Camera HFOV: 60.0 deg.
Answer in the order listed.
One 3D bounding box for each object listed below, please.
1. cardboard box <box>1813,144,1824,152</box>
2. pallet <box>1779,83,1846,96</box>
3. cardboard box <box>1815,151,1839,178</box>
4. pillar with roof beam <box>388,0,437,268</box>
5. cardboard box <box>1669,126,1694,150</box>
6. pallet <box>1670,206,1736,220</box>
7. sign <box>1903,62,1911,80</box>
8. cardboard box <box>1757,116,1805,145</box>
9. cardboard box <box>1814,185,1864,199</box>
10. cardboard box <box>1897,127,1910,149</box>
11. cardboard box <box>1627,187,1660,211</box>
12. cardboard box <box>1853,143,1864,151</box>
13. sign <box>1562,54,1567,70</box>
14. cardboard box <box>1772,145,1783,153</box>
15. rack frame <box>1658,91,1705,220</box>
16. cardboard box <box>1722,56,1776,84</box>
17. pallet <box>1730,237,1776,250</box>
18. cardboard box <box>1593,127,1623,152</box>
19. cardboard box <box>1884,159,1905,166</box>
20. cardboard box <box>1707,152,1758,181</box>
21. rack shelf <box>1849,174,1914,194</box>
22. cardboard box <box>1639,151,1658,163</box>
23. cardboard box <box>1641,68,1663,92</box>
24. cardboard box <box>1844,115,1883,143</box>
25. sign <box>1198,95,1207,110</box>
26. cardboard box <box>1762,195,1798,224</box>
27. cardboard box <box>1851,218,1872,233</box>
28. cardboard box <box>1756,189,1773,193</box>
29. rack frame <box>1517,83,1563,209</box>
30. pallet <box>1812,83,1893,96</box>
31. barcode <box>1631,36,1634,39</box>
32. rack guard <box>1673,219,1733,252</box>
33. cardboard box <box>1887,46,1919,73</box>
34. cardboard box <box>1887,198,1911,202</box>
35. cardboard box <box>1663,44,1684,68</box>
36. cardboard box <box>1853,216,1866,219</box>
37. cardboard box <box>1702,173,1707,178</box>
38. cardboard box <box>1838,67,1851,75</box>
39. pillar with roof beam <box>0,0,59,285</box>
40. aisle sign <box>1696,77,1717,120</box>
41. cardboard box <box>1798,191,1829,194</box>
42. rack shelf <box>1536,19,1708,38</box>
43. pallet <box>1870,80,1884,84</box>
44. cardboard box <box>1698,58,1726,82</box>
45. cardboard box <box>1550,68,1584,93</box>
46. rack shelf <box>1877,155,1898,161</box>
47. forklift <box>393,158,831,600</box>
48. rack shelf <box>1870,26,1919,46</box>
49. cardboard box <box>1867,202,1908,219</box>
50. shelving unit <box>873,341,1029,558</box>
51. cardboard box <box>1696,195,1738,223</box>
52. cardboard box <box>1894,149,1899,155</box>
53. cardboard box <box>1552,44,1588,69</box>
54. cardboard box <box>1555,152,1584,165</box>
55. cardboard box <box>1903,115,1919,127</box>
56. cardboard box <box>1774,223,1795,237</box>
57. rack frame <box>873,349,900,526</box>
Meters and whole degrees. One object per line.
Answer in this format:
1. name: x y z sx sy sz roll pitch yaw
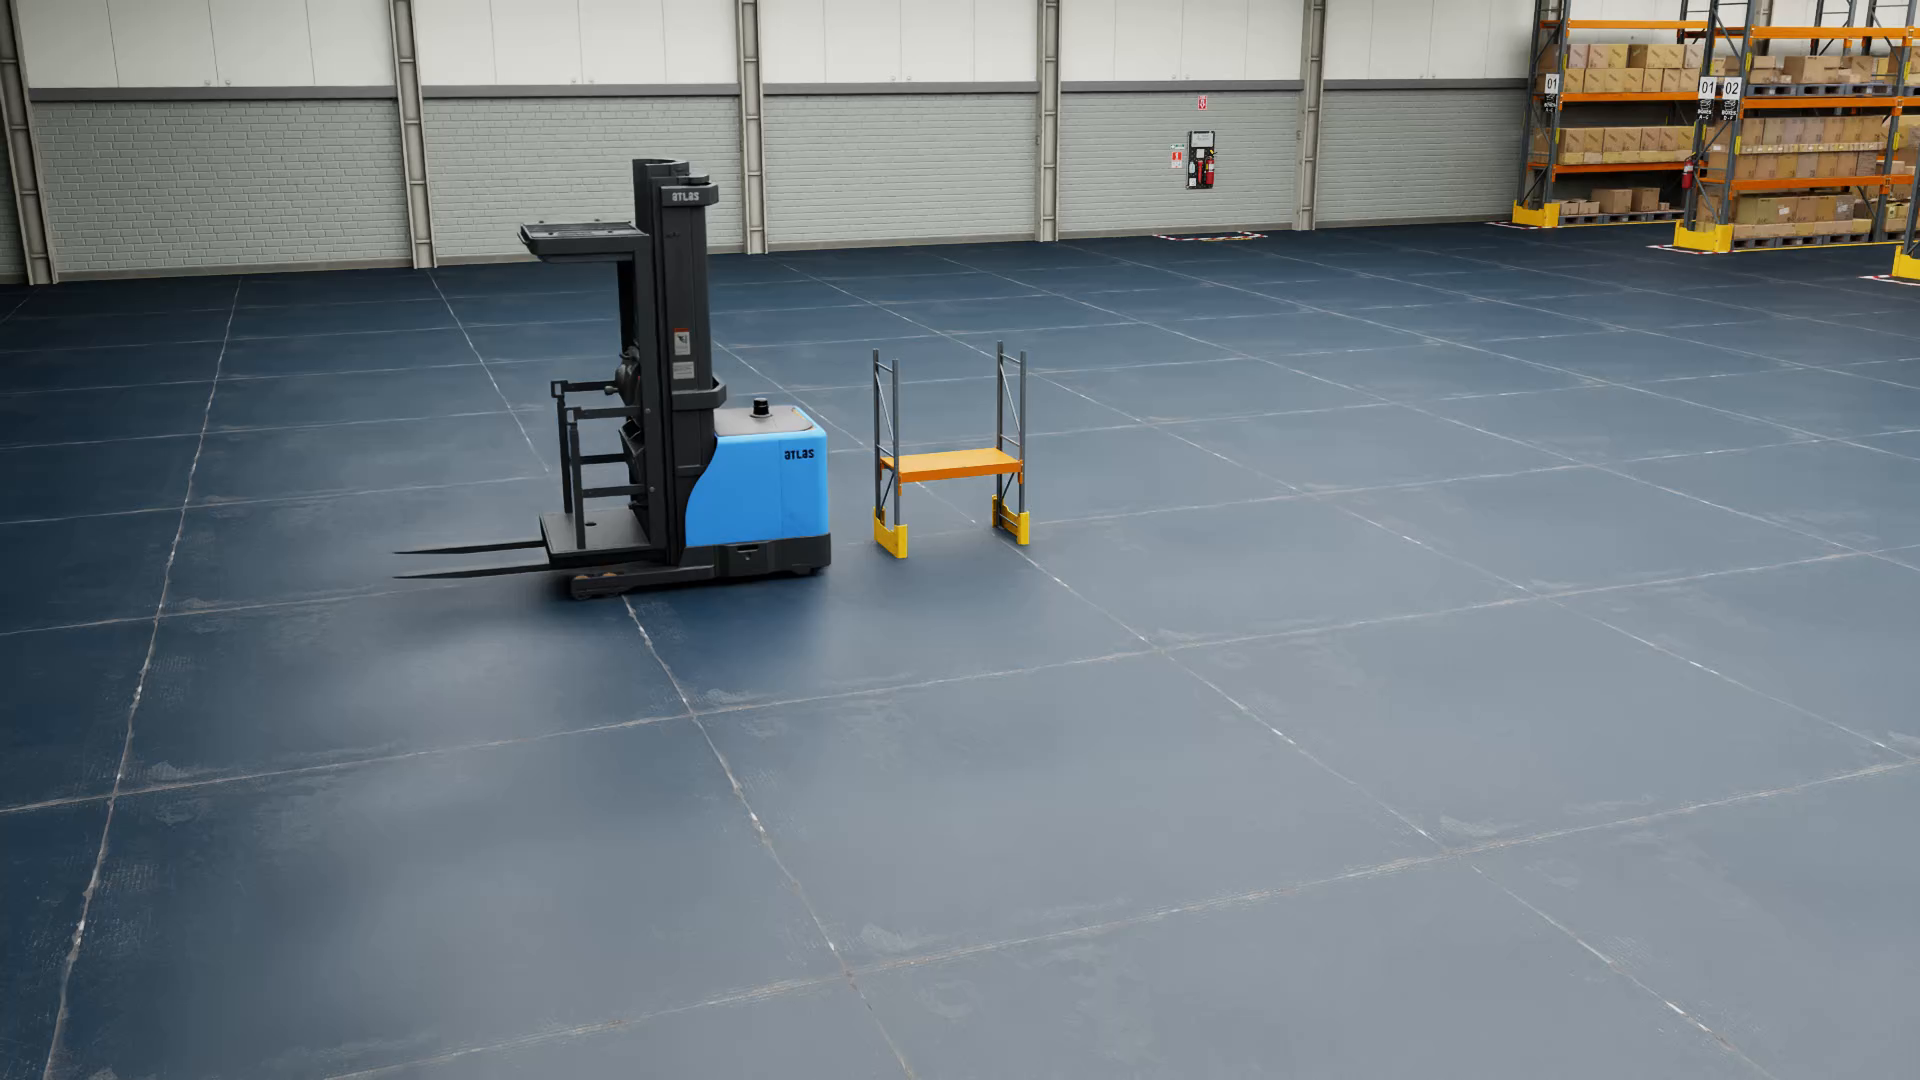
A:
1. cardboard box: 16.501 -7.612 32.239 0.250 0.149 0.380 -6 17 -18
2. pallet: 16.186 -8.674 32.017 1.213 0.211 1.003 -6 17 -20
3. cardboard box: 16.739 -7.389 32.631 0.500 0.500 0.700 -6 17 -19
4. pillar with roof beam: -7.927 -8.016 24.295 0.400 9.000 9.100 -6 17 -20
5. cardboard box: 16.004 -8.963 37.069 0.500 0.500 0.500 -6 17 -20
6. pallet: 17.061 -7.536 38.257 1.213 0.211 1.003 -6 17 -20
7. sign: 18.311 -9.071 32.155 0.005 0.325 0.100 -6 17 -20
8. cardboard box: 15.825 -7.914 32.114 0.500 0.500 0.700 -6 17 -20
9. cardboard box: 20.804 -8.408 39.347 0.750 0.750 0.750 -6 18 -21
10. cardboard box: 22.055 -9.535 39.374 0.500 0.500 0.500 -6 17 -19
11. cardboard box: 15.380 -7.692 37.493 0.500 0.500 0.500 -8 18 -24
12. cardboard box: 17.458 -7.716 32.592 0.250 0.149 0.380 -7 18 -22
13. sign: 12.794 -10.108 35.190 0.005 0.325 0.100 -6 17 -20
14. cardboard box: 15.535 -7.508 31.884 0.250 0.149 0.380 -6 18 -21
15. rack frame: 16.335 -8.795 37.595 0.127 3.000 1.000 -6 17 -20
16. cardboard box: 14.914 -8.903 31.463 0.637 0.503 0.797 -5 17 -16
17. pallet: 15.075 -5.839 32.478 1.213 0.211 1.003 -6 17 -20
18. cardboard box: 14.103 -8.756 36.362 0.500 0.500 0.500 -7 18 -22
19. cardboard box: 18.866 -7.564 33.644 0.258 0.266 0.396 -7 18 -21
20. cardboard box: 14.816 -7.180 31.920 0.500 0.500 0.700 -6 17 -20
21. rack shelf: 19.979 -7.348 33.946 4.000 0.370 1.077 -6 17 -20
22. cardboard box: 15.069 -8.502 36.829 0.500 0.250 0.500 -6 17 -20
23. cardboard box: 14.971 -10.062 36.375 0.500 0.500 0.500 -7 18 -22
24. cardboard box: 17.699 -8.116 32.804 0.500 0.500 0.700 -6 17 -20
25. sign: 4.977 -8.983 34.123 0.199 0.298 0.001 -6 17 -20
26. cardboard box: 15.885 -6.431 32.349 0.500 0.500 0.500 -6 17 -20
27. cardboard box: 17.756 -6.270 33.132 0.500 0.250 0.500 -6 17 -20
28. cardboard box: 18.440 -8.045 38.696 0.500 0.500 0.700 -6 17 -20
29. rack frame: 12.600 -8.392 36.222 0.127 3.000 1.000 -6 17 -20
30. pallet: 17.324 -8.796 32.432 1.213 0.211 1.003 -6 17 -20
31. barcode: 14.883 -11.119 36.813 0.075 0.075 0.001 -6 17 -20
32. rack guard: 14.353 -5.887 32.129 0.348 0.500 1.175 -6 17 -20
33. cardboard box: 18.701 -9.472 32.768 0.500 0.500 0.500 -6 17 -19
34. cardboard box: 19.337 -6.863 34.157 0.500 0.311 0.500 -6 17 -20
35. cardboard box: 15.453 -10.591 36.401 0.500 0.500 0.500 -5 17 -17
36. cardboard box: 18.394 -6.492 33.889 0.500 0.250 0.500 -6 18 -21
37. cardboard box: 17.426 -8.290 38.202 0.500 0.250 0.500 -7 18 -21
38. cardboard box: 17.042 -9.121 32.547 0.500 0.311 0.500 -7 18 -23
39. pillar with roof beam: -13.529 -7.411 22.235 0.400 9.000 9.100 -6 17 -20
40. aisle sign: 14.209 -8.407 31.659 0.004 0.787 0.394 -6 17 -20
41. cardboard box: 17.102 -6.717 33.324 0.500 0.500 0.500 -6 17 -20
42. rack shelf: 14.467 -11.125 36.165 4.000 0.370 1.077 -6 17 -20
43. pallet: 21.696 -10.739 39.228 1.213 0.211 1.003 -5 17 -18
44. cardboard box: 16.874 -10.518 37.216 0.500 0.500 0.500 -4 17 -12
45. cardboard box: 13.001 -9.856 35.673 0.500 0.500 0.500 -6 17 -19
46. rack shelf: 21.938 -9.055 39.757 4.000 0.370 1.077 -6 17 -20
47. forklift: -2.514 -1.158 11.712 3.031 2.935 1.130 -5 17 -17
48. rack shelf: 19.979 -10.035 33.157 4.000 0.370 1.077 -6 17 -20
49. cardboard box: 18.586 -6.619 33.326 0.500 0.311 0.500 -6 17 -20
50. shelving unit: -0.071 -0.712 12.732 1.083 1.500 0.587 -6 17 -20
51. cardboard box: 14.770 -6.463 32.458 0.500 0.500 0.500 -6 17 -20
52. cardboard box: 22.137 -9.242 39.527 0.250 0.149 0.380 -6 17 -18
53. cardboard box: 13.046 -10.343 35.556 0.500 0.500 0.500 -8 18 -24
54. cardboard box: 13.169 -8.295 36.123 0.500 0.250 0.500 -7 18 -22
55. cardboard box: 22.503 -9.947 39.446 0.500 0.250 0.500 -6 17 -19
56. cardboard box: 15.889 -6.068 32.444 0.500 0.250 0.500 -6 17 -20
57. rack frame: -0.554 -0.660 12.554 0.032 1.500 0.500 -6 17 -20
